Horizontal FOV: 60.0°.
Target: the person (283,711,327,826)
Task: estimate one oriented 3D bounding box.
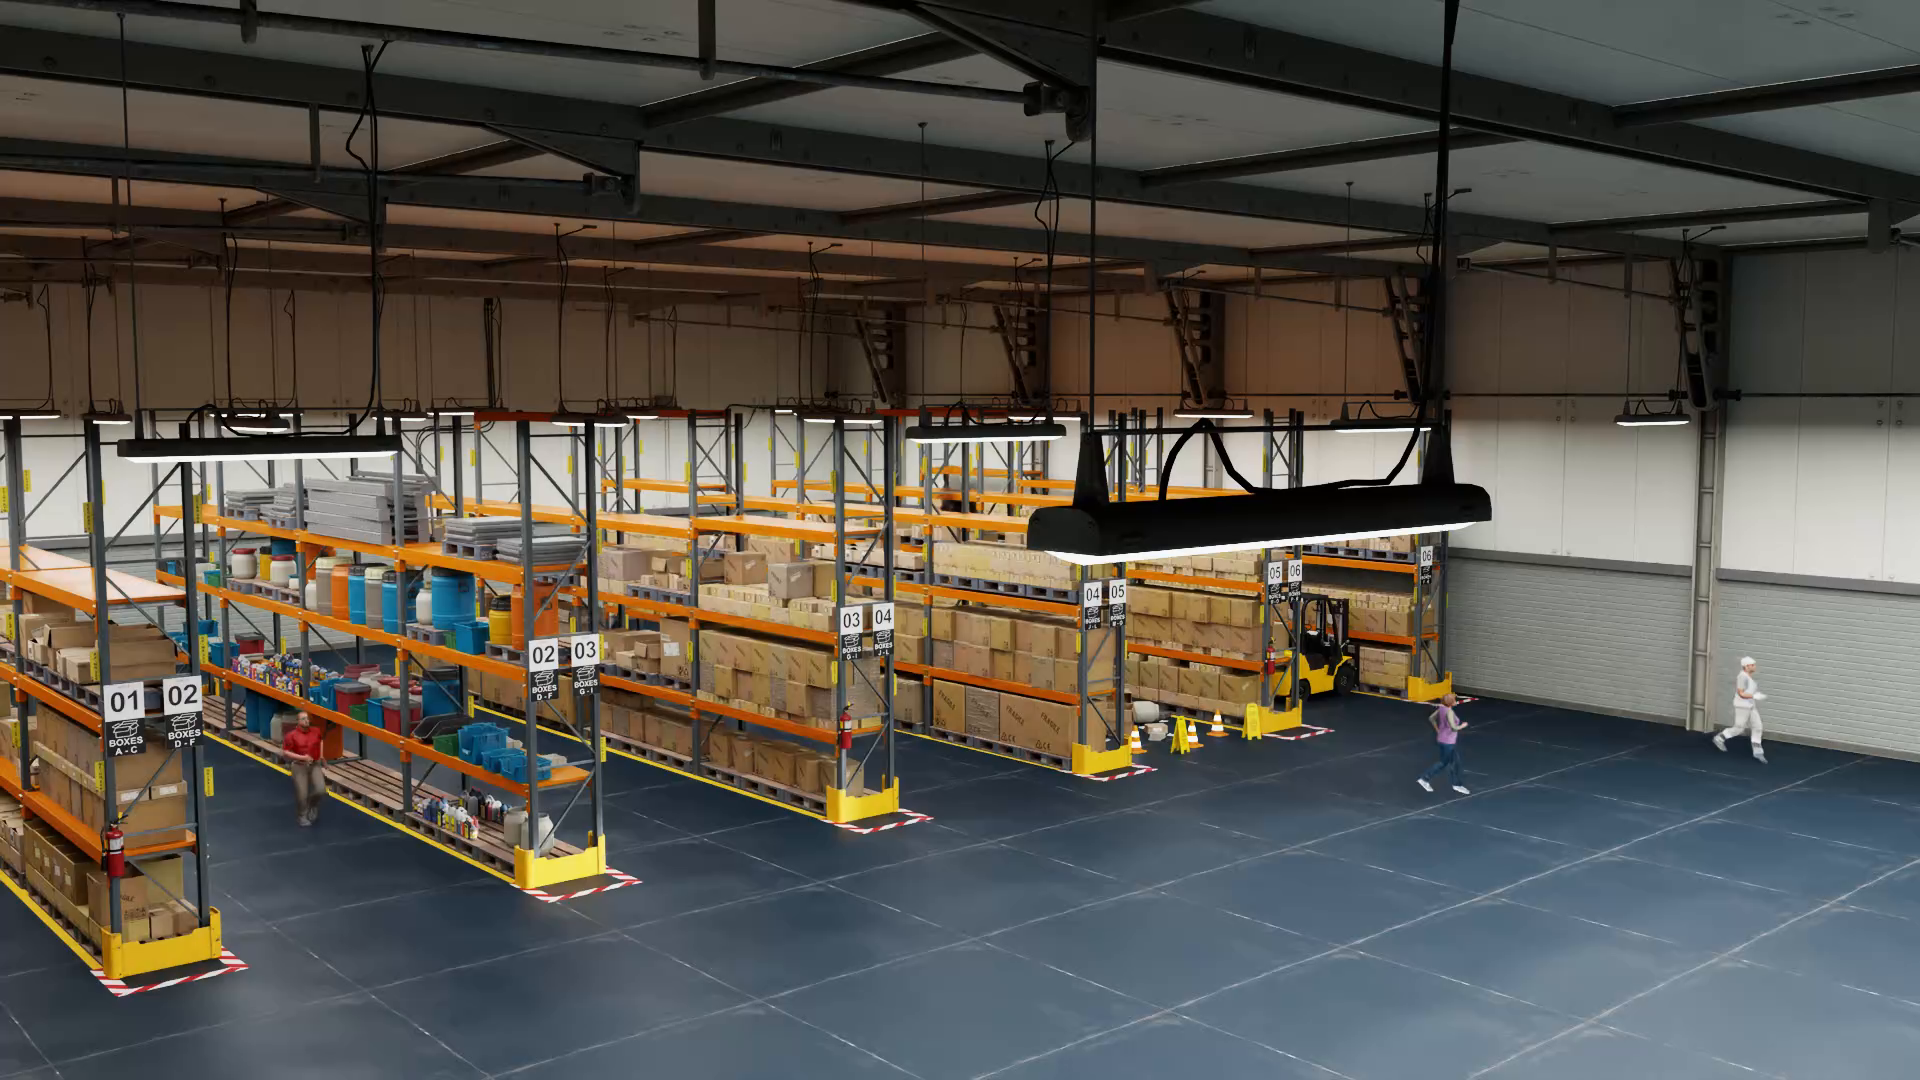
[{"bbox_3d":[-9.527,3.349,24.312,0.651,1.688,0.607,-5,7,-44],"label":"person"}]

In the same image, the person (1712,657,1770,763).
[{"bbox_3d":[13.558,2.925,28.821,0.952,1.831,0.692,4,7,40],"label":"person"}]

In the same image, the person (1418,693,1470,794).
[{"bbox_3d":[7.652,3.209,26.216,0.830,1.610,0.575,0,5,2],"label":"person"}]

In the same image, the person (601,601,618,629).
[{"bbox_3d":[-8.648,1.892,41.028,0.646,1.668,0.604,4,7,40],"label":"person"}]
